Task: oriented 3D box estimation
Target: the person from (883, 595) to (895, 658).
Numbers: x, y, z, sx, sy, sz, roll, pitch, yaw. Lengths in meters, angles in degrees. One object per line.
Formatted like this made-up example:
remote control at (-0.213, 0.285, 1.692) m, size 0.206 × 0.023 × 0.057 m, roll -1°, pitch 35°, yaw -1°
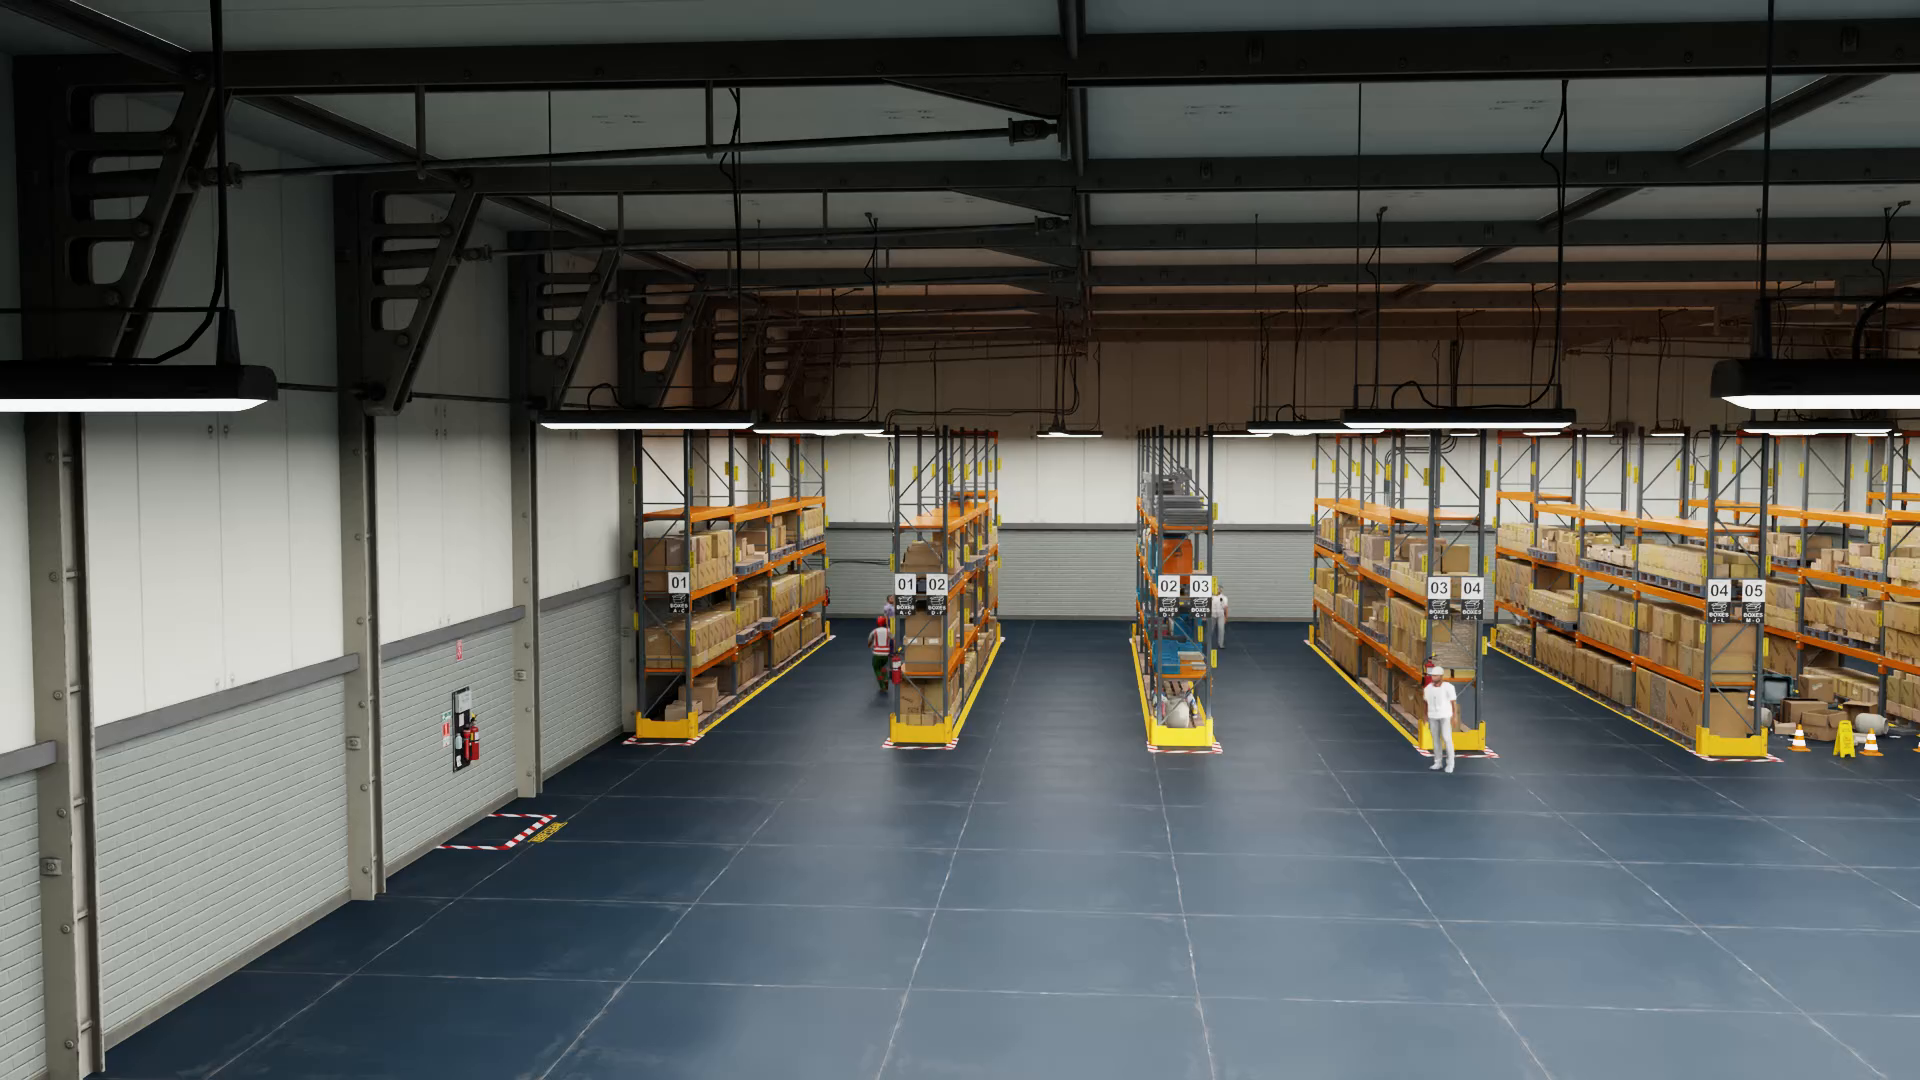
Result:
person at (-1.773, 2.276, 43.801) m, size 0.498 × 1.668 × 0.509 m, roll 1°, pitch 4°, yaw 18°

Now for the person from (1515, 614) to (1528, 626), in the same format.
person at (16.629, 1.884, 49.015) m, size 0.797 × 1.746 × 0.597 m, roll -3°, pitch 4°, yaw -37°

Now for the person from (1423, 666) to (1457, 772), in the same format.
person at (8.324, 3.107, 28.929) m, size 0.620 × 1.801 × 0.395 m, roll 3°, pitch 5°, yaw 42°

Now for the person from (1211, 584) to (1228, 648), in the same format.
person at (7.114, 2.089, 45.972) m, size 0.585 × 1.719 × 0.857 m, roll 0°, pitch 3°, yaw 1°

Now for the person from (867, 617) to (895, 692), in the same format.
person at (-1.819, 2.581, 37.946) m, size 0.687 × 1.712 × 0.652 m, roll -2°, pitch 4°, yaw -29°
